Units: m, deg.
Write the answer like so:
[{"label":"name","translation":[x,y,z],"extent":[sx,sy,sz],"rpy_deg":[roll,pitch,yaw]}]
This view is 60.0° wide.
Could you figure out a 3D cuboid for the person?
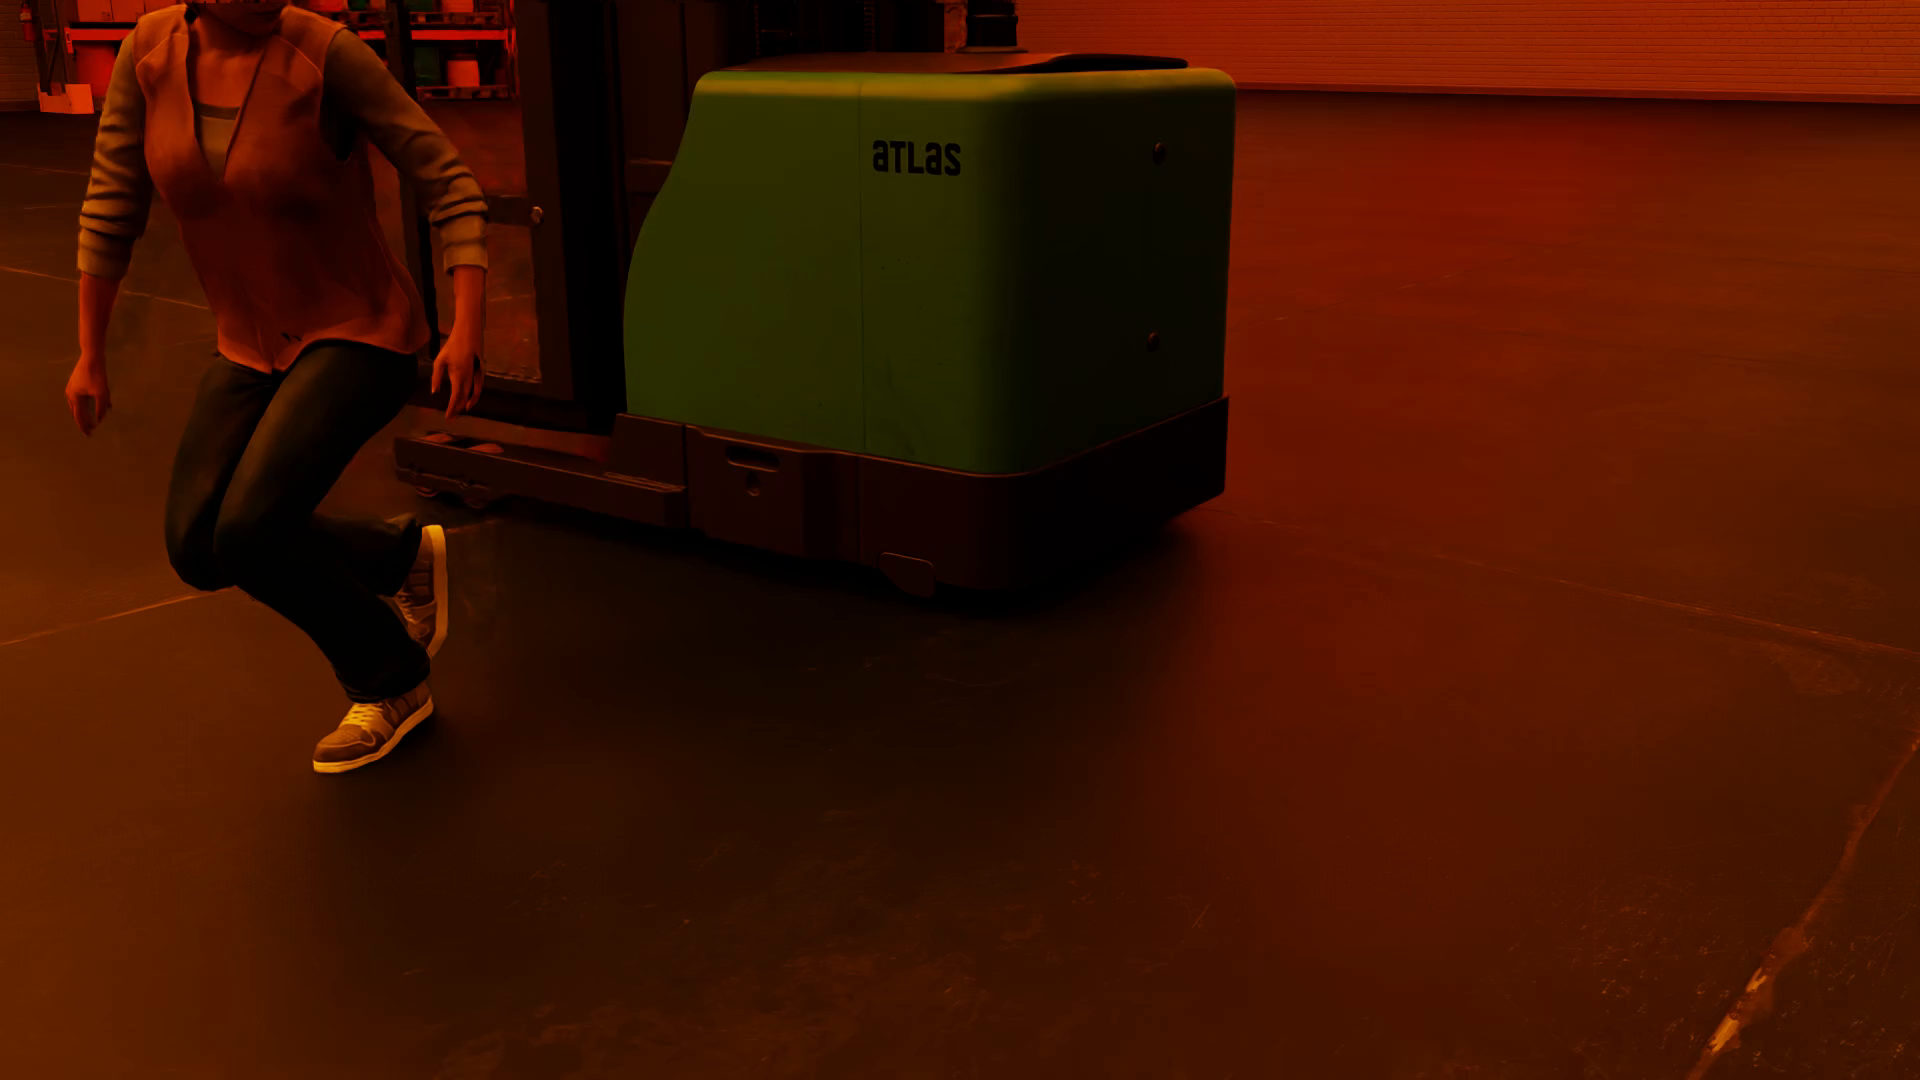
[{"label":"person","translation":[-1.044,-0.340,2.704],"extent":[0.692,1.404,0.587],"rpy_deg":[6,18,19]}]

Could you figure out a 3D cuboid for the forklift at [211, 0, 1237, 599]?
[{"label":"forklift","translation":[-0.850,-1.594,4.146],"extent":[3.031,2.935,1.130],"rpy_deg":[11,20,33]}]
